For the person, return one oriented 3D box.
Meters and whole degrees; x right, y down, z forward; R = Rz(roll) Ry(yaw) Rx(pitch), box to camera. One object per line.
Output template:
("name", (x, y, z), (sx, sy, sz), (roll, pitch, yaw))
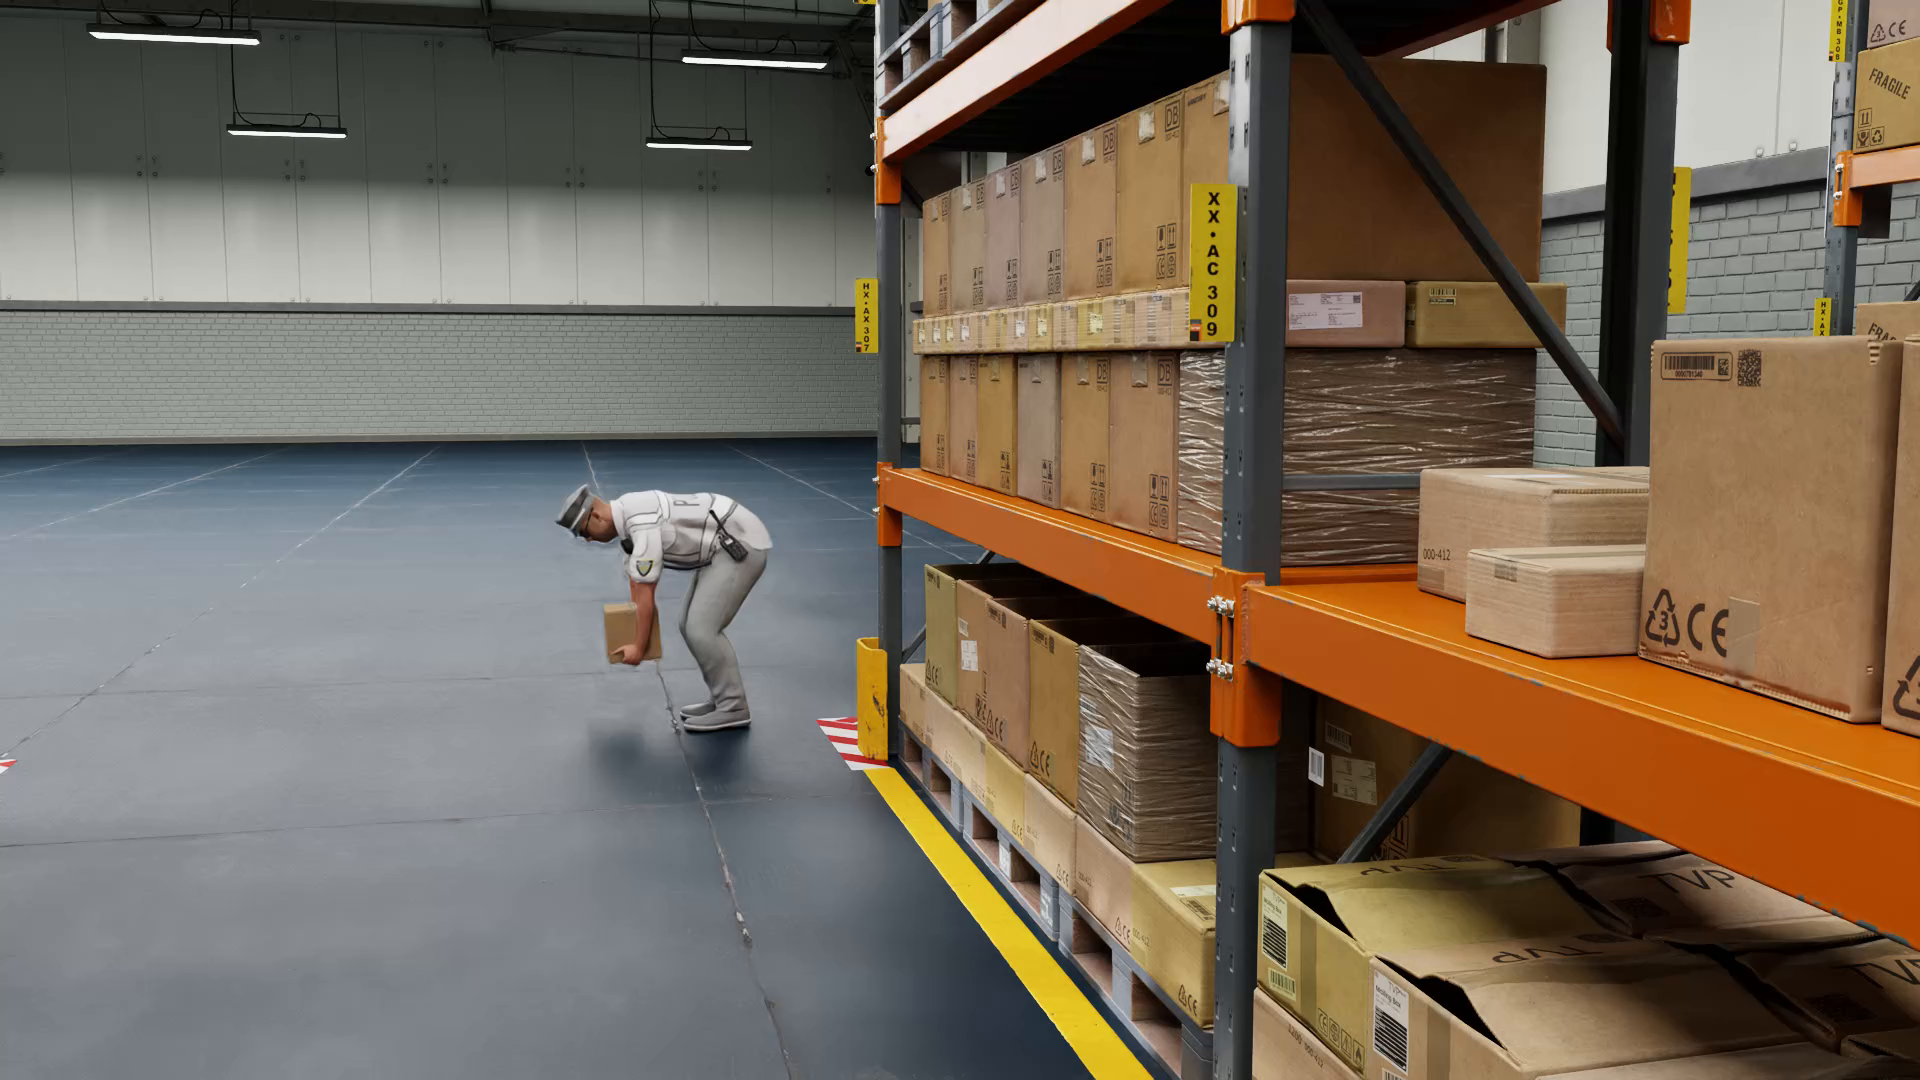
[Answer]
("person", (-1.243, 0.028, 8.088), (0.566, 1.771, 0.490), (-1, 6, -13))
